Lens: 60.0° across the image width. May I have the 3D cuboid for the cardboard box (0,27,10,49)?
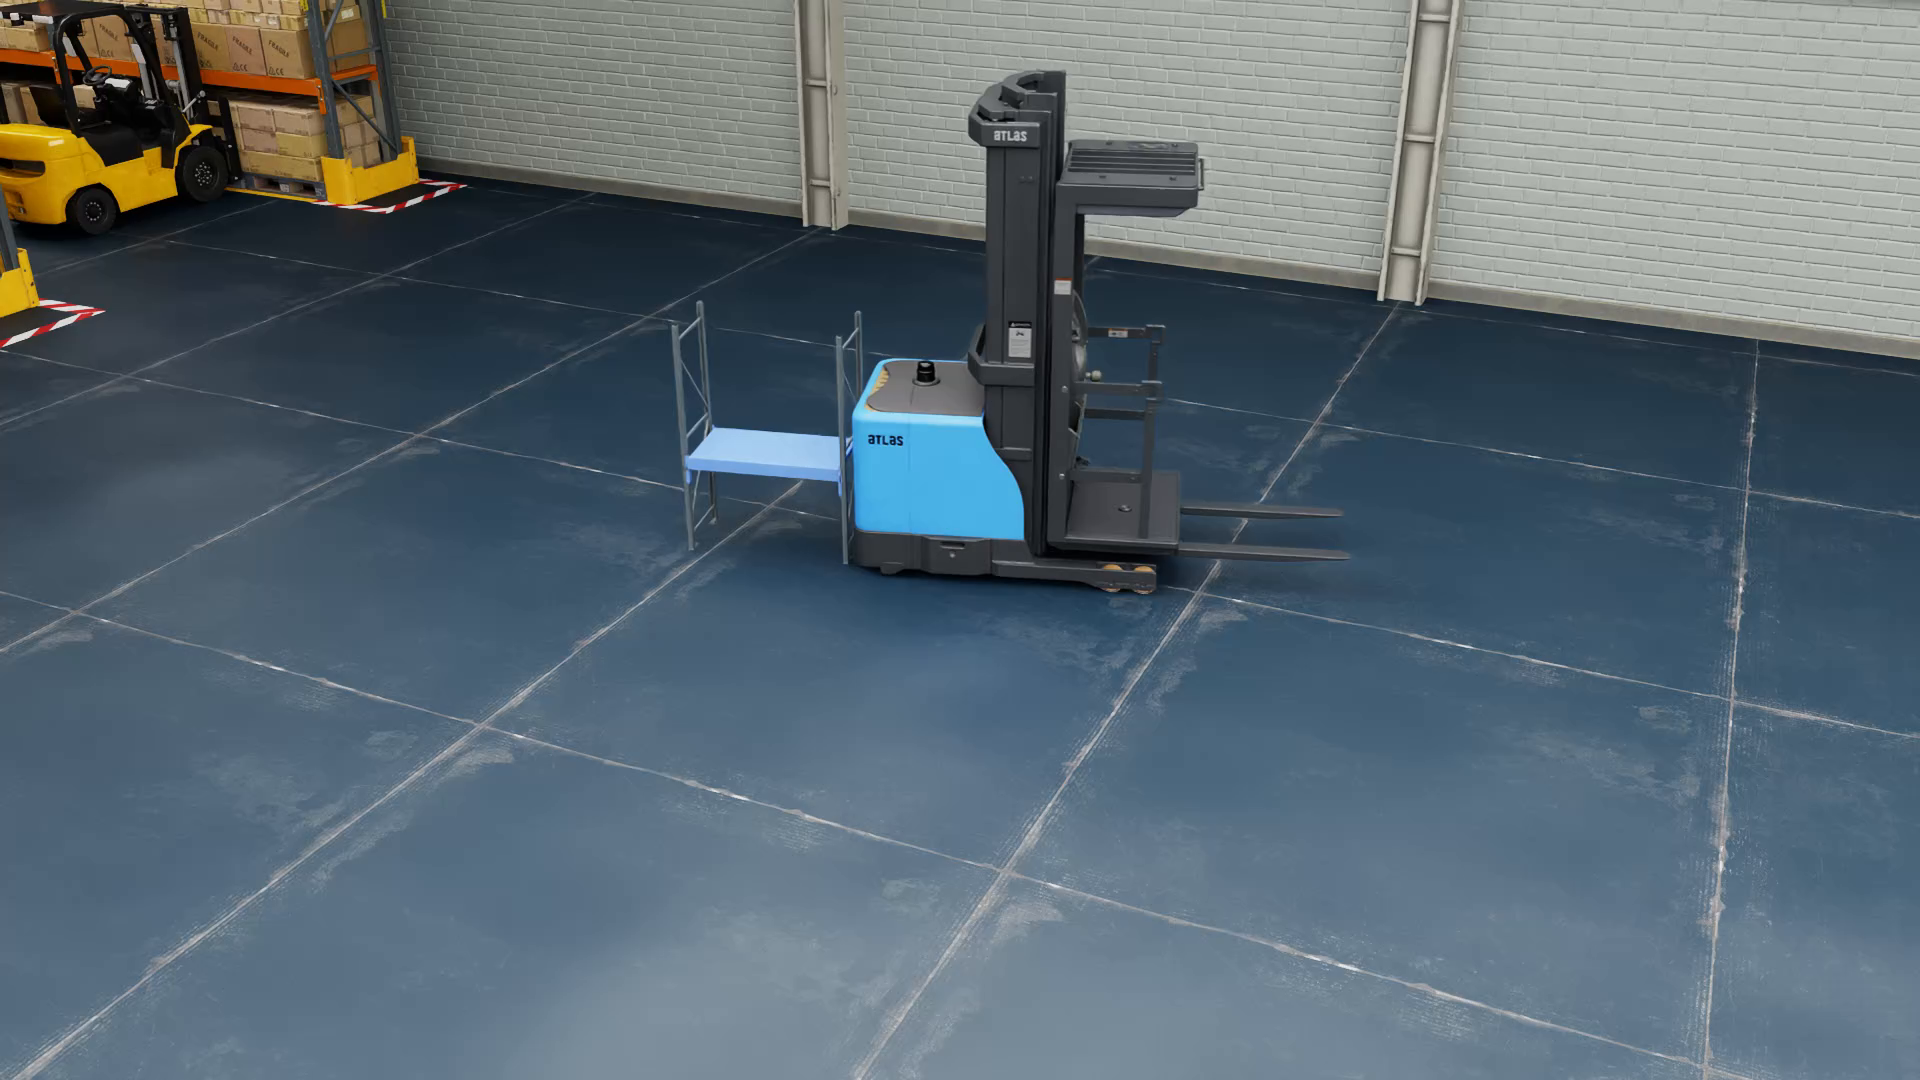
[{"bbox_3d":[-11.275,-6.011,19.733,0.500,0.250,0.500,11,28,22],"label":"cardboard box"}]

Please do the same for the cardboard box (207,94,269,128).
[{"bbox_3d":[-8.086,-4.812,18.633,0.500,0.250,0.500,12,29,22],"label":"cardboard box"}]

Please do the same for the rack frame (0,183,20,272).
[{"bbox_3d":[-8.658,-3.274,14.003,0.127,3.000,1.000,11,28,22],"label":"rack frame"}]

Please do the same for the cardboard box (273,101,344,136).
[{"bbox_3d":[-7.155,-4.632,18.269,0.500,0.250,0.500,12,29,24],"label":"cardboard box"}]

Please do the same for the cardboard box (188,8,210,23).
[{"bbox_3d":[-8.216,-5.782,18.250,0.250,0.149,0.380,12,28,22],"label":"cardboard box"}]

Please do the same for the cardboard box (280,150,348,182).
[{"bbox_3d":[-7.165,-4.184,18.490,0.500,0.250,0.500,12,28,22],"label":"cardboard box"}]

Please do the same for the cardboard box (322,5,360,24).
[{"bbox_3d":[-6.808,-5.772,18.231,0.250,0.149,0.380,11,28,21],"label":"cardboard box"}]

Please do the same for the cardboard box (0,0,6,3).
[{"bbox_3d":[-11.094,-6.417,19.539,0.250,0.149,0.380,11,28,22],"label":"cardboard box"}]

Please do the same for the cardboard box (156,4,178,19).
[{"bbox_3d":[-8.667,-5.883,18.455,0.250,0.149,0.380,11,28,21],"label":"cardboard box"}]

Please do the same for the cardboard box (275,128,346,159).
[{"bbox_3d":[-7.179,-4.413,18.388,0.500,0.250,0.500,11,28,21],"label":"cardboard box"}]

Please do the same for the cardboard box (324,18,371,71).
[{"bbox_3d":[-6.943,-5.517,18.447,0.500,0.500,0.500,12,29,23],"label":"cardboard box"}]

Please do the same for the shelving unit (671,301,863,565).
[{"bbox_3d":[-1.168,-0.668,10.409,1.048,1.500,0.538,5,27,10],"label":"shelving unit"}]

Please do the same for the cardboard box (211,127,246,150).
[{"bbox_3d":[-8.110,-4.595,18.758,0.500,0.250,0.500,11,28,21],"label":"cardboard box"}]

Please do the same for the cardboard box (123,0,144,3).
[{"bbox_3d":[-9.130,-6.114,18.588,0.250,0.149,0.380,11,28,21],"label":"cardboard box"}]

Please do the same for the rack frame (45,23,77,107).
[{"bbox_3d":[-10.248,-6.002,19.544,0.127,3.000,1.000,11,28,22],"label":"rack frame"}]

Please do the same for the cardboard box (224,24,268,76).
[{"bbox_3d":[-7.632,-5.398,18.205,0.500,0.500,0.500,12,29,23],"label":"cardboard box"}]

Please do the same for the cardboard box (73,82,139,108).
[{"bbox_3d":[-9.938,-5.190,19.402,0.500,0.250,0.500,11,28,21],"label":"cardboard box"}]

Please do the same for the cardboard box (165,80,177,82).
[{"bbox_3d":[-9.253,-5.306,19.637,0.500,0.250,0.500,11,28,21],"label":"cardboard box"}]

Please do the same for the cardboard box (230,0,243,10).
[{"bbox_3d":[-7.703,-5.865,18.083,0.250,0.149,0.380,12,28,22],"label":"cardboard box"}]

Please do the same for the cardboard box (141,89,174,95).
[{"bbox_3d":[-9.019,-5.007,19.028,0.500,0.250,0.500,12,29,24],"label":"cardboard box"}]

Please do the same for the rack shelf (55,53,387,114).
[{"bbox_3d":[-8.427,-5.313,18.960,4.000,0.370,1.077,11,28,22],"label":"rack shelf"}]

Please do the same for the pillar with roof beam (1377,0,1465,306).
[{"bbox_3d":[2.274,-4.526,9.756,0.400,9.000,9.100,11,28,22],"label":"pillar with roof beam"}]

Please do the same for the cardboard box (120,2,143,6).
[{"bbox_3d":[-9.150,-5.967,18.626,0.250,0.149,0.380,11,28,21],"label":"cardboard box"}]

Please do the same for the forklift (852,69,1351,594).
[{"bbox_3d":[0.898,-1.236,9.942,3.031,2.935,1.130,3,26,7],"label":"forklift"}]

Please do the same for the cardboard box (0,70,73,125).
[{"bbox_3d":[-11.431,-5.361,20.455,0.625,0.625,0.875,11,28,21],"label":"cardboard box"}]

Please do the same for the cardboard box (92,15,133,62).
[{"bbox_3d":[-9.471,-5.772,18.964,0.500,0.500,0.500,12,29,23],"label":"cardboard box"}]

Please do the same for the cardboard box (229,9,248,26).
[{"bbox_3d":[-7.715,-5.714,18.112,0.250,0.149,0.380,11,28,21],"label":"cardboard box"}]

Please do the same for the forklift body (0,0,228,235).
[{"bbox_3d":[-9.088,-4.503,17.460,1.214,2.155,2.313,11,28,22],"label":"forklift body"}]

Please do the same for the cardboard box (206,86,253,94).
[{"bbox_3d":[-8.337,-5.120,19.258,0.500,0.250,0.500,11,28,21],"label":"cardboard box"}]

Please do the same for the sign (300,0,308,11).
[{"bbox_3d":[-6.844,-5.680,17.313,0.005,0.325,0.100,11,28,22],"label":"sign"}]

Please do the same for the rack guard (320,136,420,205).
[{"bbox_3d":[-6.585,-4.144,18.602,0.348,0.500,1.175,11,28,22],"label":"rack guard"}]

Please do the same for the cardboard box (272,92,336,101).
[{"bbox_3d":[-7.422,-4.928,18.868,0.500,0.250,0.500,11,28,22],"label":"cardboard box"}]

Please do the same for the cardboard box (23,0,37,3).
[{"bbox_3d":[-10.651,-6.311,19.324,0.250,0.149,0.380,12,29,24],"label":"cardboard box"}]

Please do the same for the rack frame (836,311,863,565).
[{"bbox_3d":[-0.669,-0.625,10.321,0.032,1.500,0.500,5,27,10],"label":"rack frame"}]

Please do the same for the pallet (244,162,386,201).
[{"bbox_3d":[-7.320,-4.142,18.924,1.213,0.211,1.003,11,28,22],"label":"pallet"}]

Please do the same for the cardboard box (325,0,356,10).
[{"bbox_3d":[-6.824,-5.887,18.127,0.250,0.149,0.380,11,28,21],"label":"cardboard box"}]

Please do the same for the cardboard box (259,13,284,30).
[{"bbox_3d":[-7.283,-5.592,17.864,0.250,0.149,0.380,12,29,23],"label":"cardboard box"}]

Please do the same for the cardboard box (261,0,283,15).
[{"bbox_3d":[-7.258,-5.753,17.855,0.250,0.149,0.380,11,28,22],"label":"cardboard box"}]

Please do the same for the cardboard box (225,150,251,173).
[{"bbox_3d":[-8.066,-4.374,18.875,0.500,0.250,0.500,12,29,22],"label":"cardboard box"}]

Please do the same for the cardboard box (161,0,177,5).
[{"bbox_3d":[-8.641,-6.051,18.461,0.250,0.149,0.380,11,28,22],"label":"cardboard box"}]

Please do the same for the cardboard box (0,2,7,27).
[{"bbox_3d":[-11.272,-6.237,19.626,0.500,0.250,0.500,11,28,20],"label":"cardboard box"}]

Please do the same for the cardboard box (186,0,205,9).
[{"bbox_3d":[-8.223,-5.913,18.181,0.250,0.149,0.380,12,29,23],"label":"cardboard box"}]

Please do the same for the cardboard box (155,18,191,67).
[{"bbox_3d":[-8.561,-5.579,18.573,0.500,0.500,0.500,12,28,22],"label":"cardboard box"}]

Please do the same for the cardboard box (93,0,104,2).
[{"bbox_3d":[-9.582,-6.090,18.877,0.250,0.149,0.380,11,28,22],"label":"cardboard box"}]

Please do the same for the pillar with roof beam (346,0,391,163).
[{"bbox_3d":[-8.650,-6.720,14.212,0.400,9.000,9.100,11,28,22],"label":"pillar with roof beam"}]
